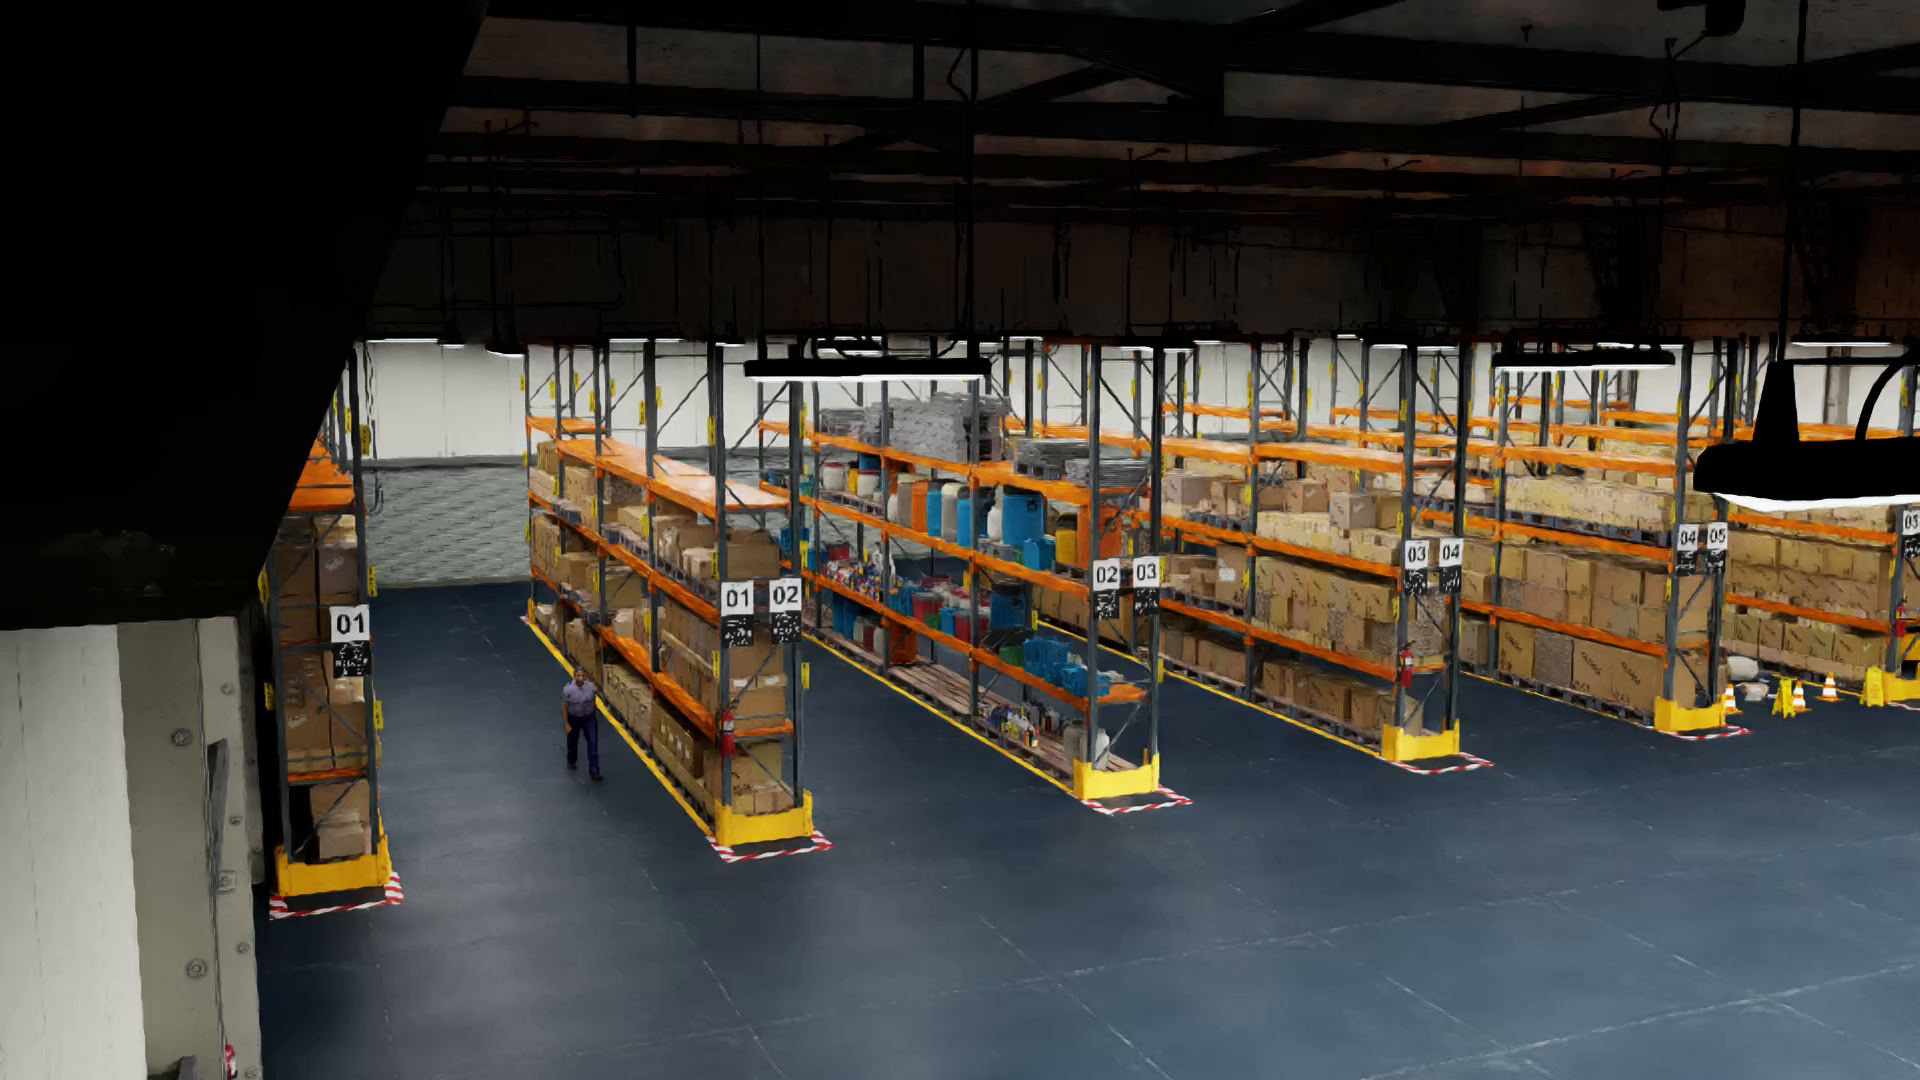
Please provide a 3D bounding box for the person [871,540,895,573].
[{"bbox_3d":[-1.660,0.766,35.783,0.502,1.621,0.997,-3,8,-23],"label":"person"}]

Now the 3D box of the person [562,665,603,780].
[{"bbox_3d":[-5.260,2.490,23.015,0.479,1.536,1.090,-3,8,-20],"label":"person"}]
